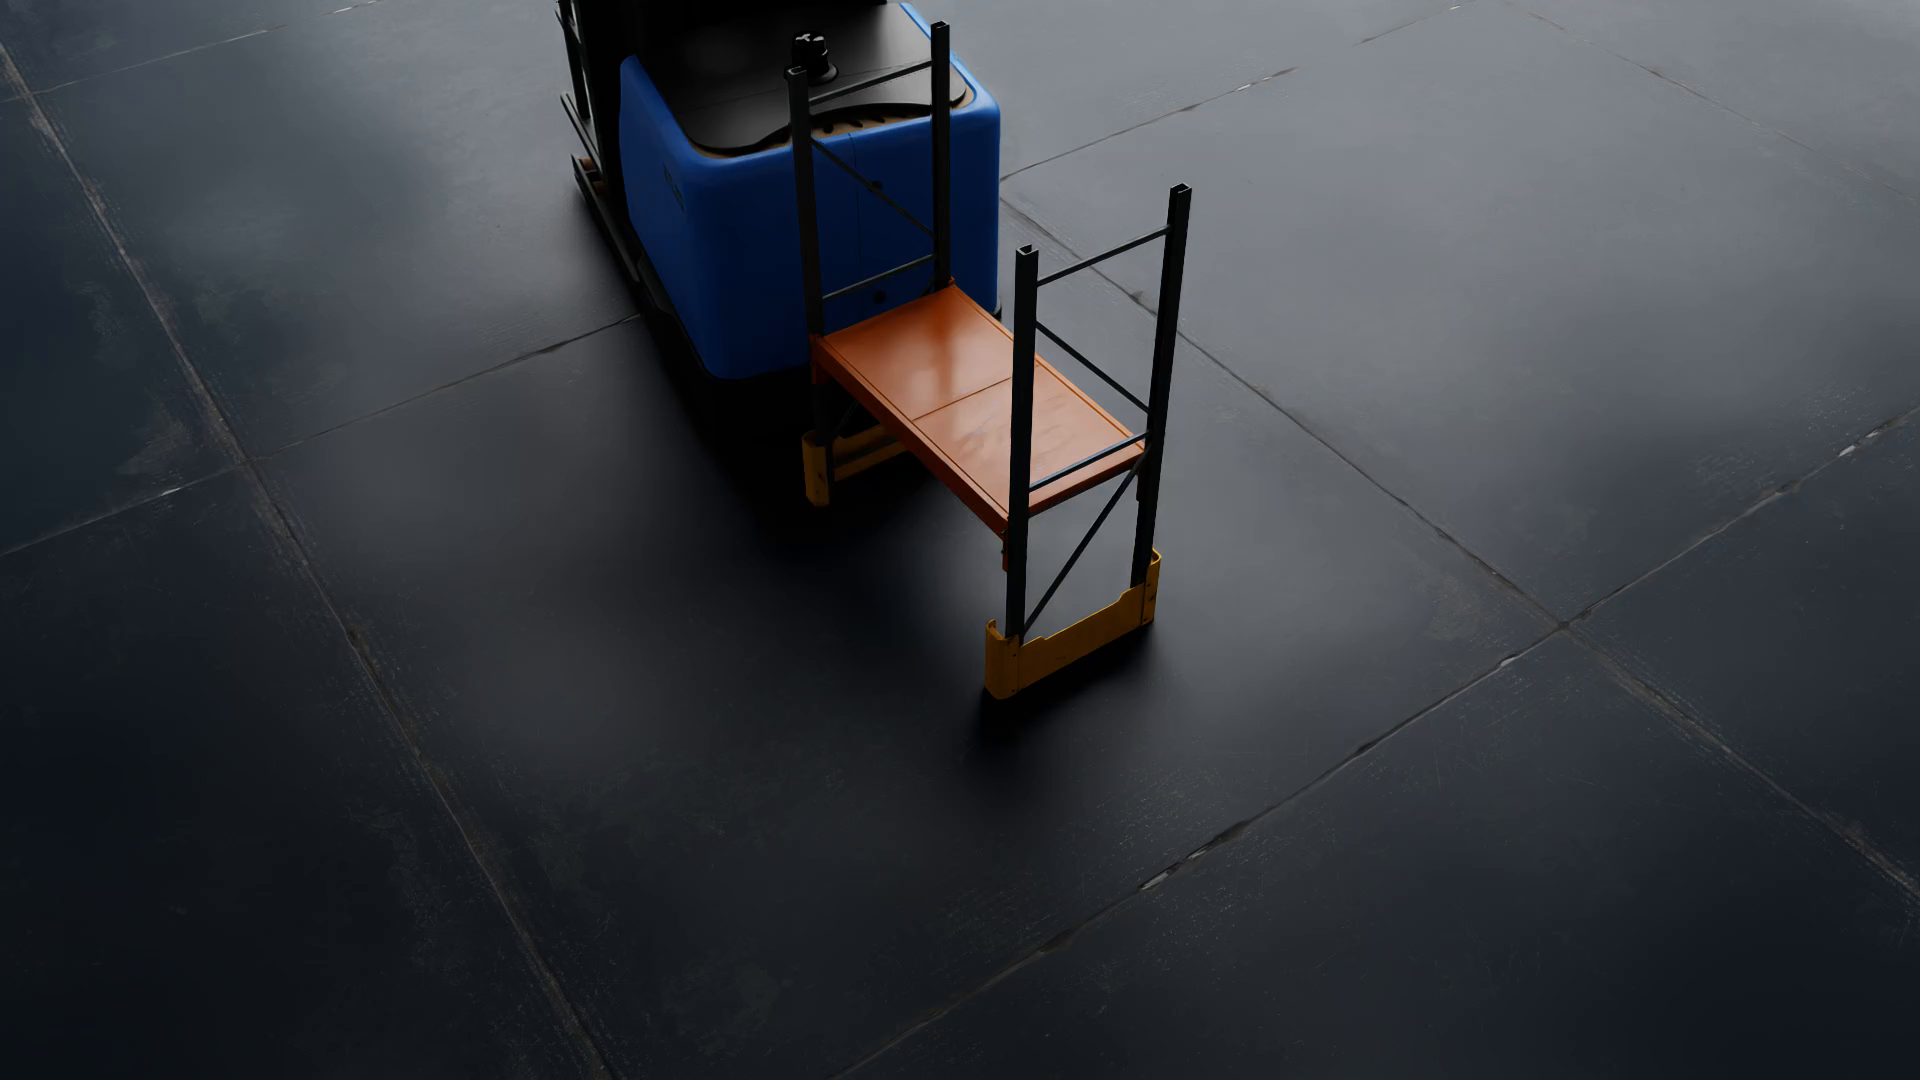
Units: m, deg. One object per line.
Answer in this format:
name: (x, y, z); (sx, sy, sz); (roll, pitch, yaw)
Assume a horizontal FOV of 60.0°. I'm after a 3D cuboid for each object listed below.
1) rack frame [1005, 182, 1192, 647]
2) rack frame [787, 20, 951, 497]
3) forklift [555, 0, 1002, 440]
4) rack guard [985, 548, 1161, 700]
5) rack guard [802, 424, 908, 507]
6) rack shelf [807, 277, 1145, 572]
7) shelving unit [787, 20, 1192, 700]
rack frame: (0.340, -0.206, 4.380); (0.500, 1.500, 0.032); (-26, 49, -24)
rack frame: (-0.242, -0.782, 4.983); (0.500, 1.500, 0.032); (-26, 49, -24)
forklift: (-0.901, -2.419, 5.661); (1.130, 2.935, 3.031); (-16, 46, -16)
rack guard: (0.329, 0.235, 4.823); (0.587, 0.250, 0.087); (-26, 49, -24)
rack guard: (-0.241, -0.329, 5.414); (0.587, 0.250, 0.087); (-26, 49, -24)
rack shelf: (0.049, -0.364, 4.806); (0.538, 0.185, 1.000); (-26, 49, -24)
shelving unit: (0.044, -0.499, 4.687); (0.587, 1.500, 1.083); (-26, 49, -24)
